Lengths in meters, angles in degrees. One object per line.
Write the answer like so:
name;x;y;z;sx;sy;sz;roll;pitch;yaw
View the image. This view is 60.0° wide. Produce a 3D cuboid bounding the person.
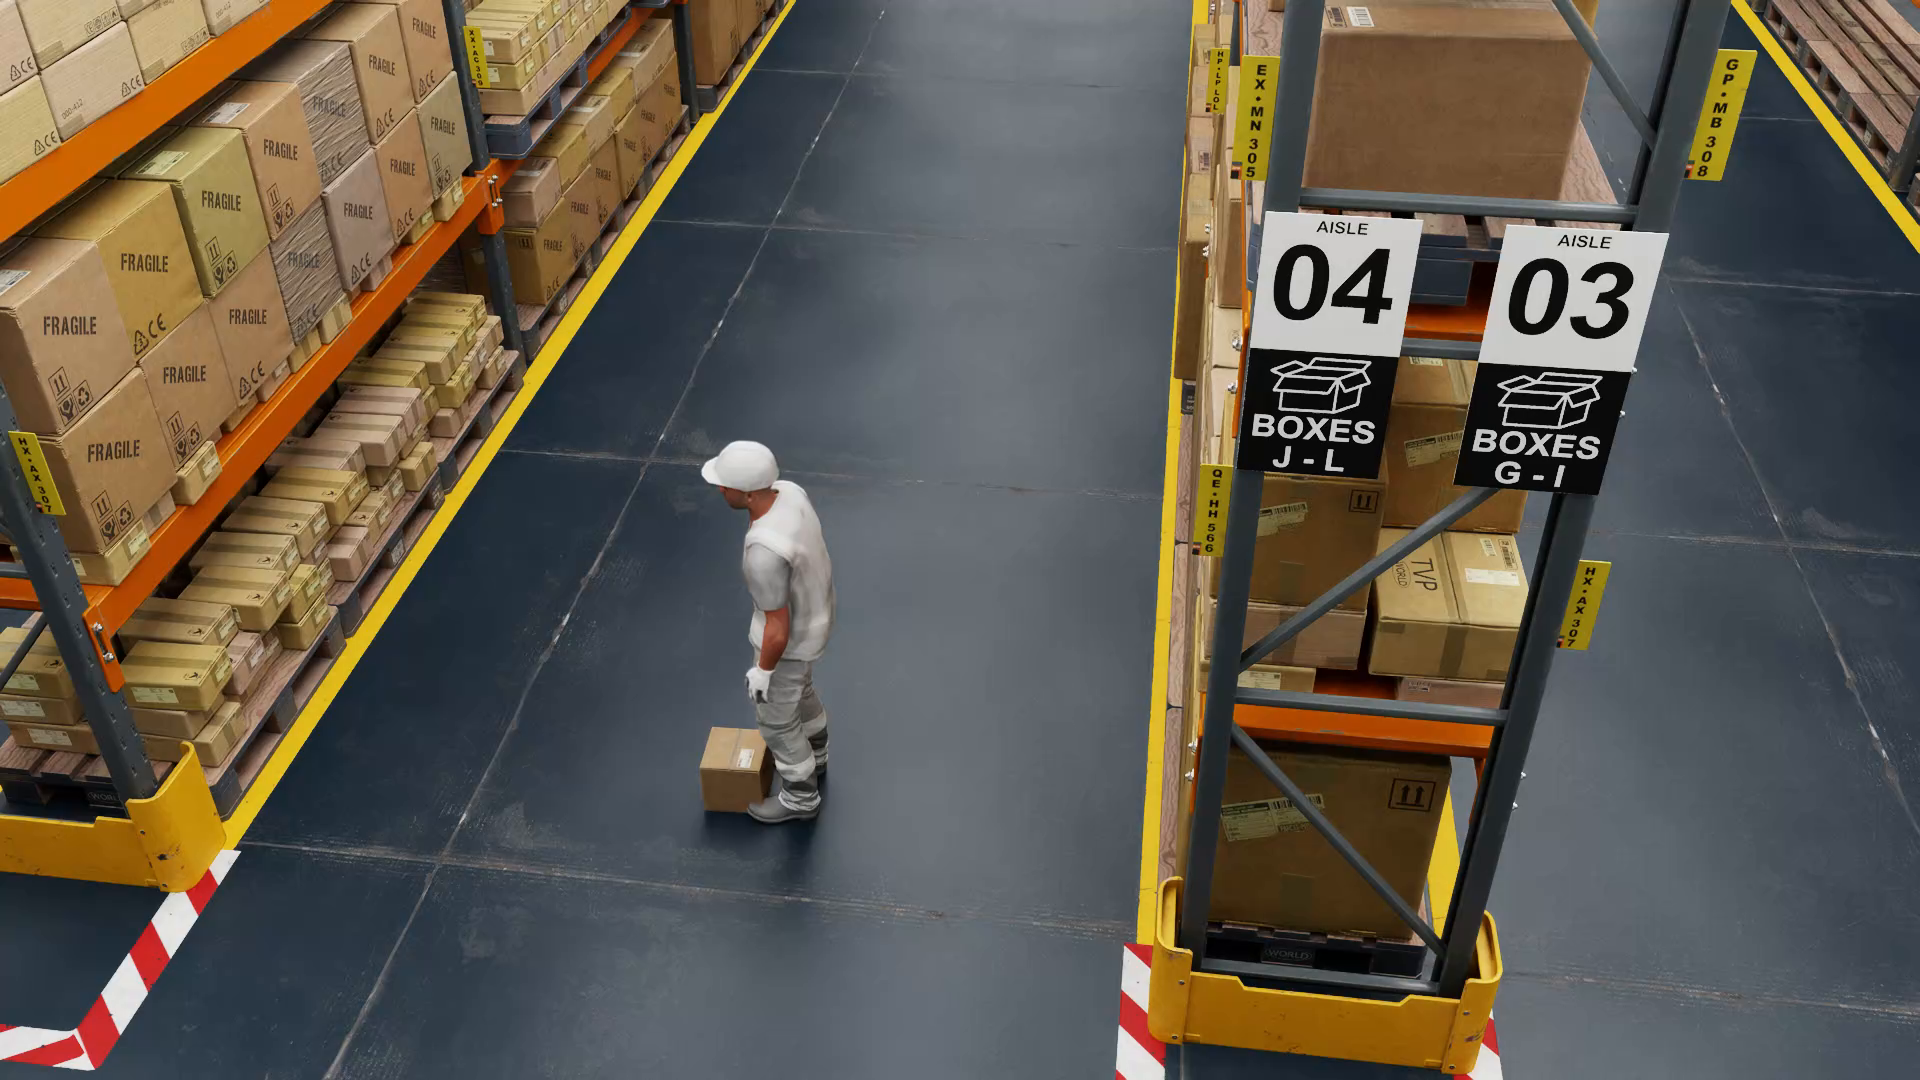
person;-0.714;0.363;6.525;0.454;1.779;0.620;4;36;5
